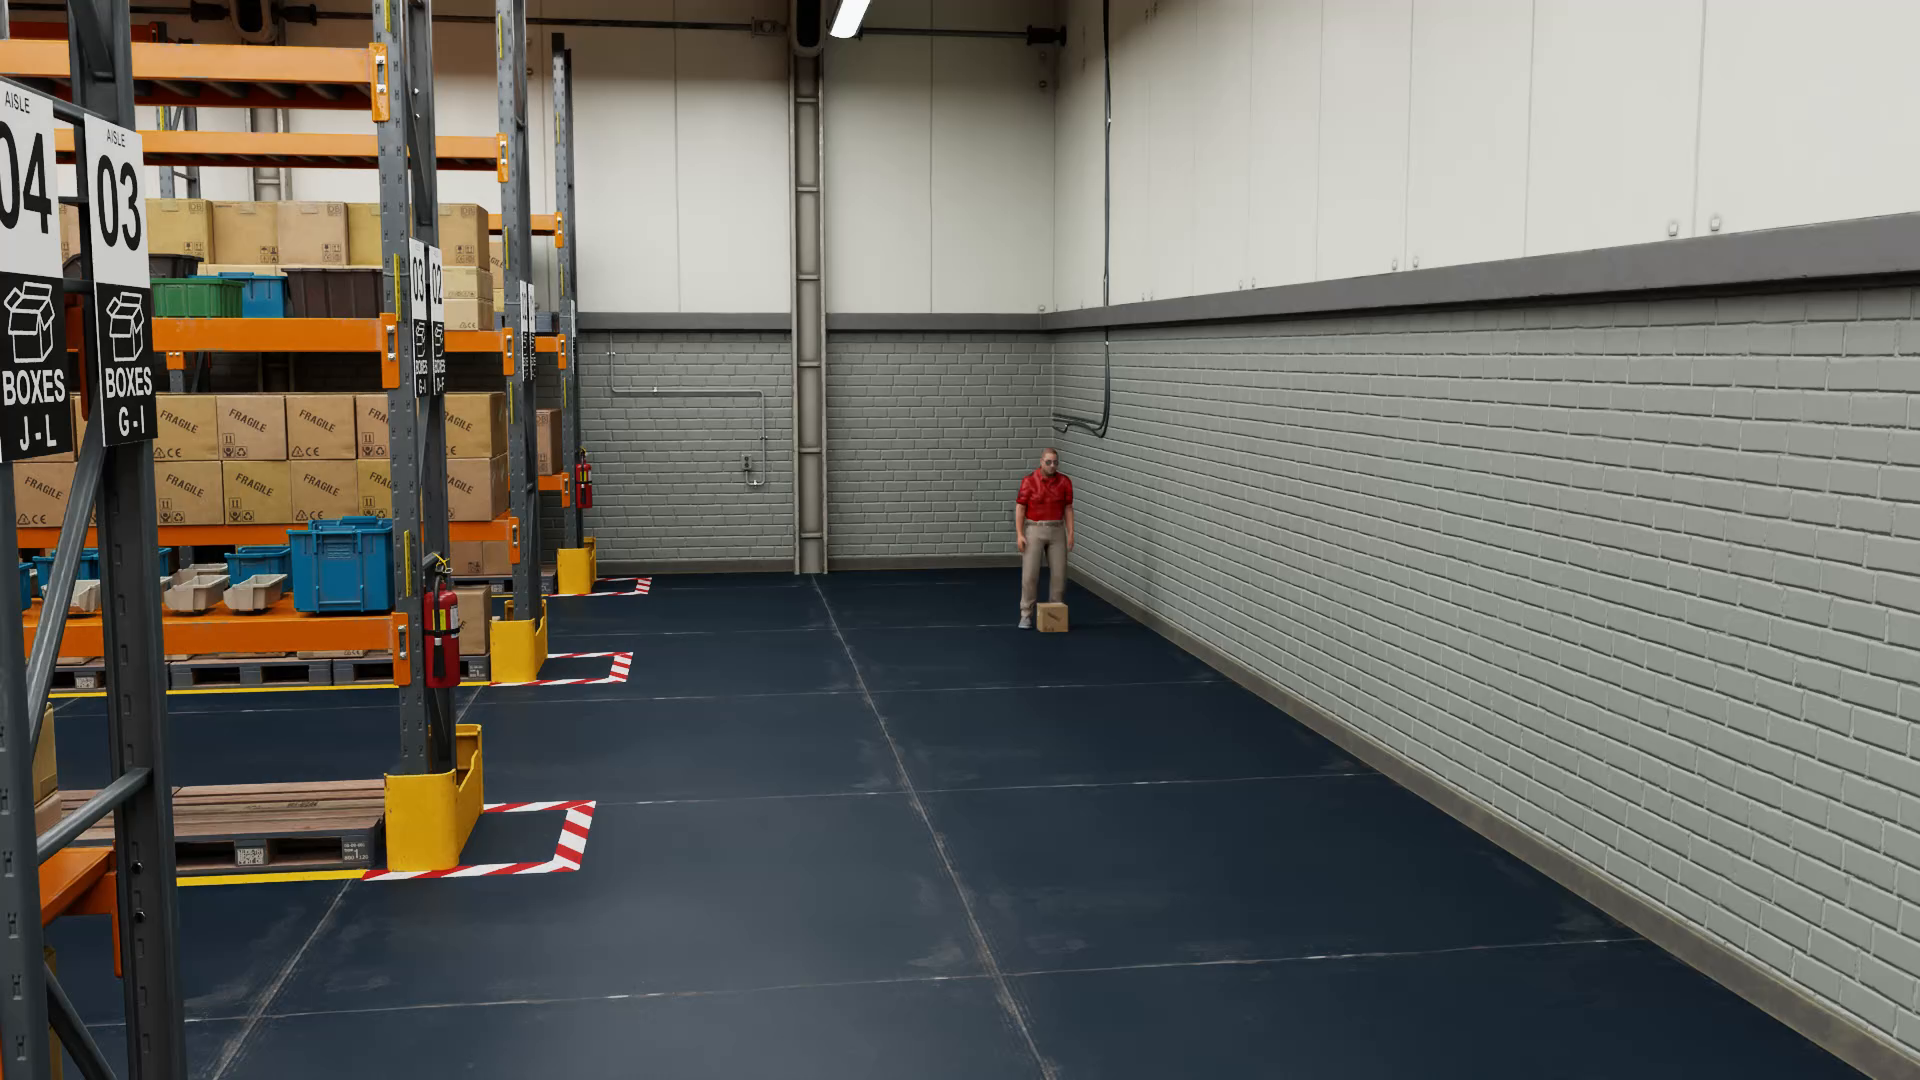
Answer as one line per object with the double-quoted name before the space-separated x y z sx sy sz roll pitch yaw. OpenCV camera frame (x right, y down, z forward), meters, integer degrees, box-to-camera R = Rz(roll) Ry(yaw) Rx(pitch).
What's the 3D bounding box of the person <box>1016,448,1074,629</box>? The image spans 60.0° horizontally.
"person" 0.824 -0.024 15.993 0.580 1.725 0.392 -1 7 -11
